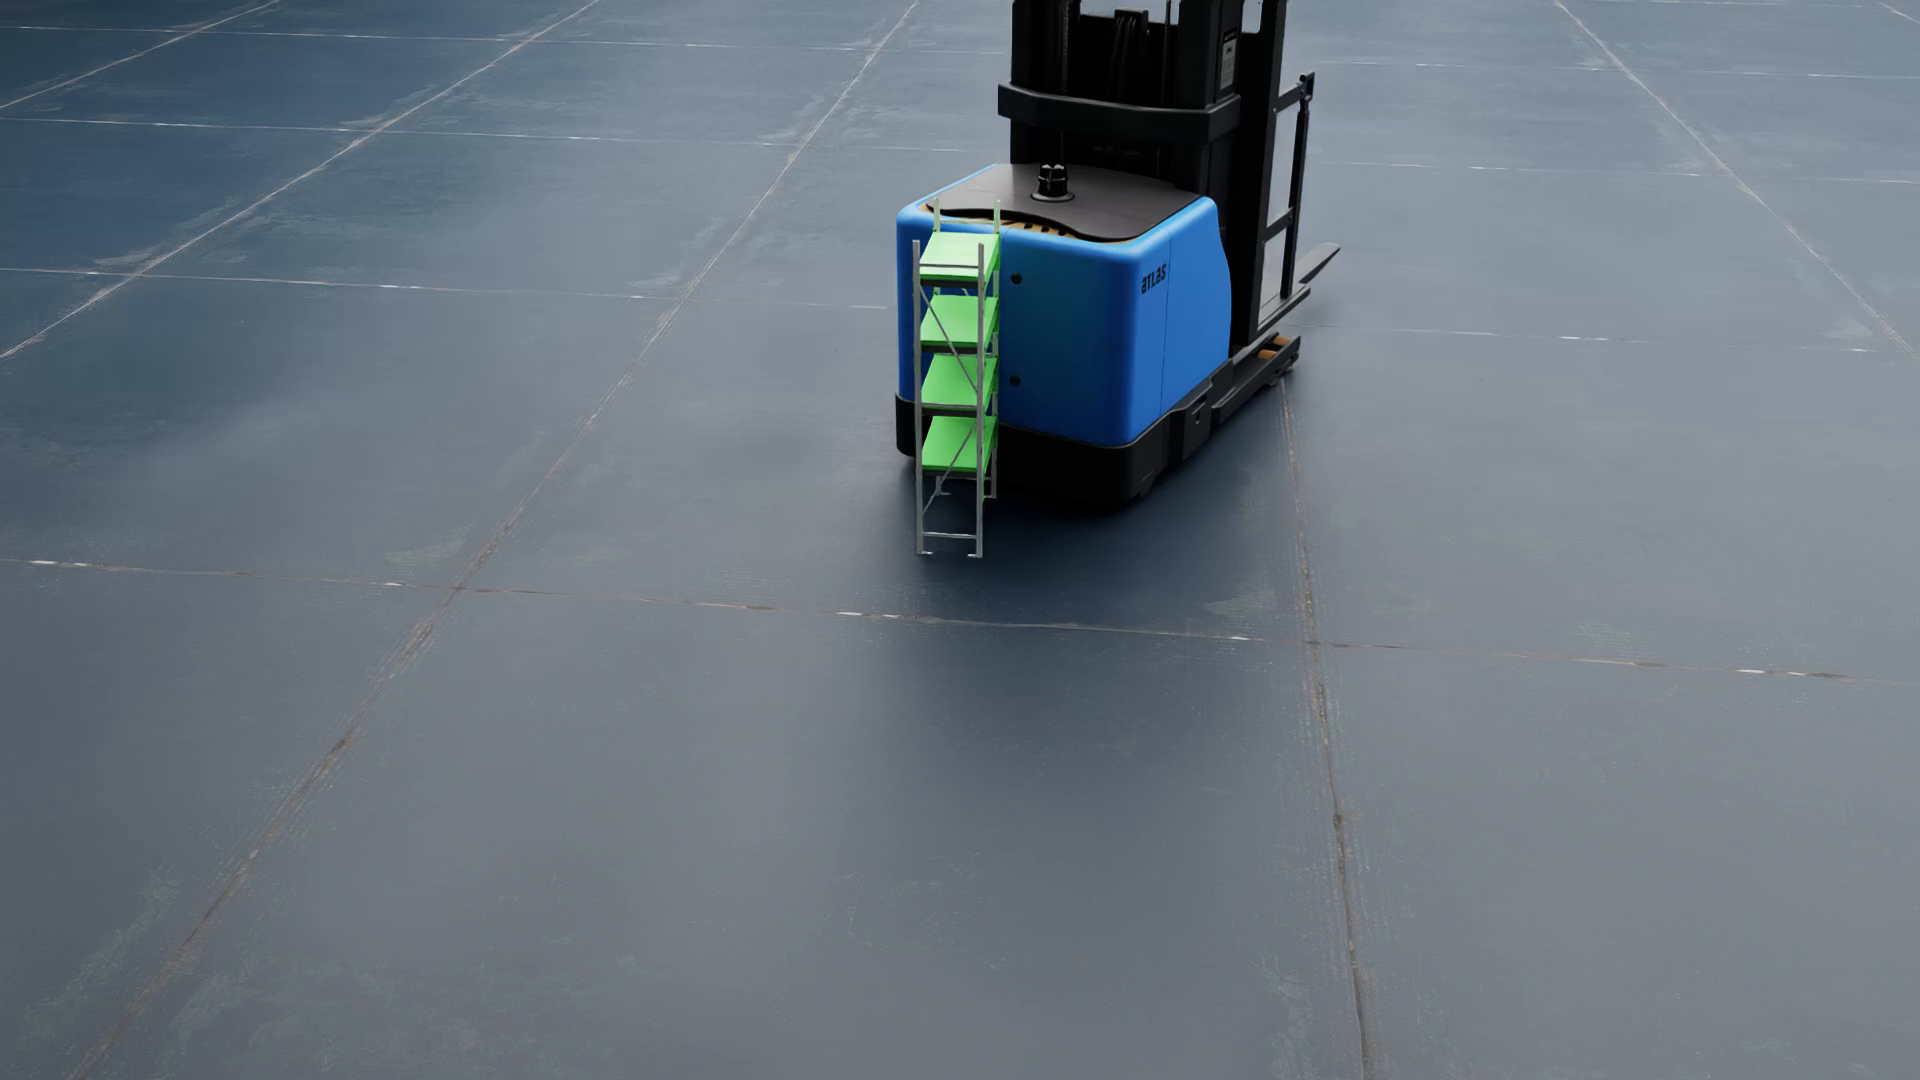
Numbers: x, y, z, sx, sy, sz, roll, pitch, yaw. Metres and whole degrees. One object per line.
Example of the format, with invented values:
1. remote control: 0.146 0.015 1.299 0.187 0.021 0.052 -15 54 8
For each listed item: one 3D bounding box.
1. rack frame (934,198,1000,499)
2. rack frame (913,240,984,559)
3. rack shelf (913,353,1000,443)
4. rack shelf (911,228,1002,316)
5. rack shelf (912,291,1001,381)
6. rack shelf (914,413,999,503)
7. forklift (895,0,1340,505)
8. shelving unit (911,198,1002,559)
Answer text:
1. rack frame: 0.024 -0.700 6.285 0.240 1.200 0.015 4 29 6
2. rack frame: -0.038 -0.471 5.859 0.240 1.200 0.015 4 29 6
3. rack shelf: -0.007 -0.529 6.102 0.258 0.148 0.480 4 29 6
4. rack shelf: -0.007 -0.952 5.875 0.258 0.148 0.480 4 29 6
5. rack shelf: -0.007 -0.741 5.988 0.258 0.148 0.480 4 29 6
6. rack shelf: -0.007 -0.318 6.216 0.258 0.148 0.480 4 29 6
7. forklift: 0.917 -2.087 7.034 1.130 2.935 3.031 15 32 26
8. shelving unit: -0.007 -0.586 6.072 0.258 1.200 0.503 4 29 6
